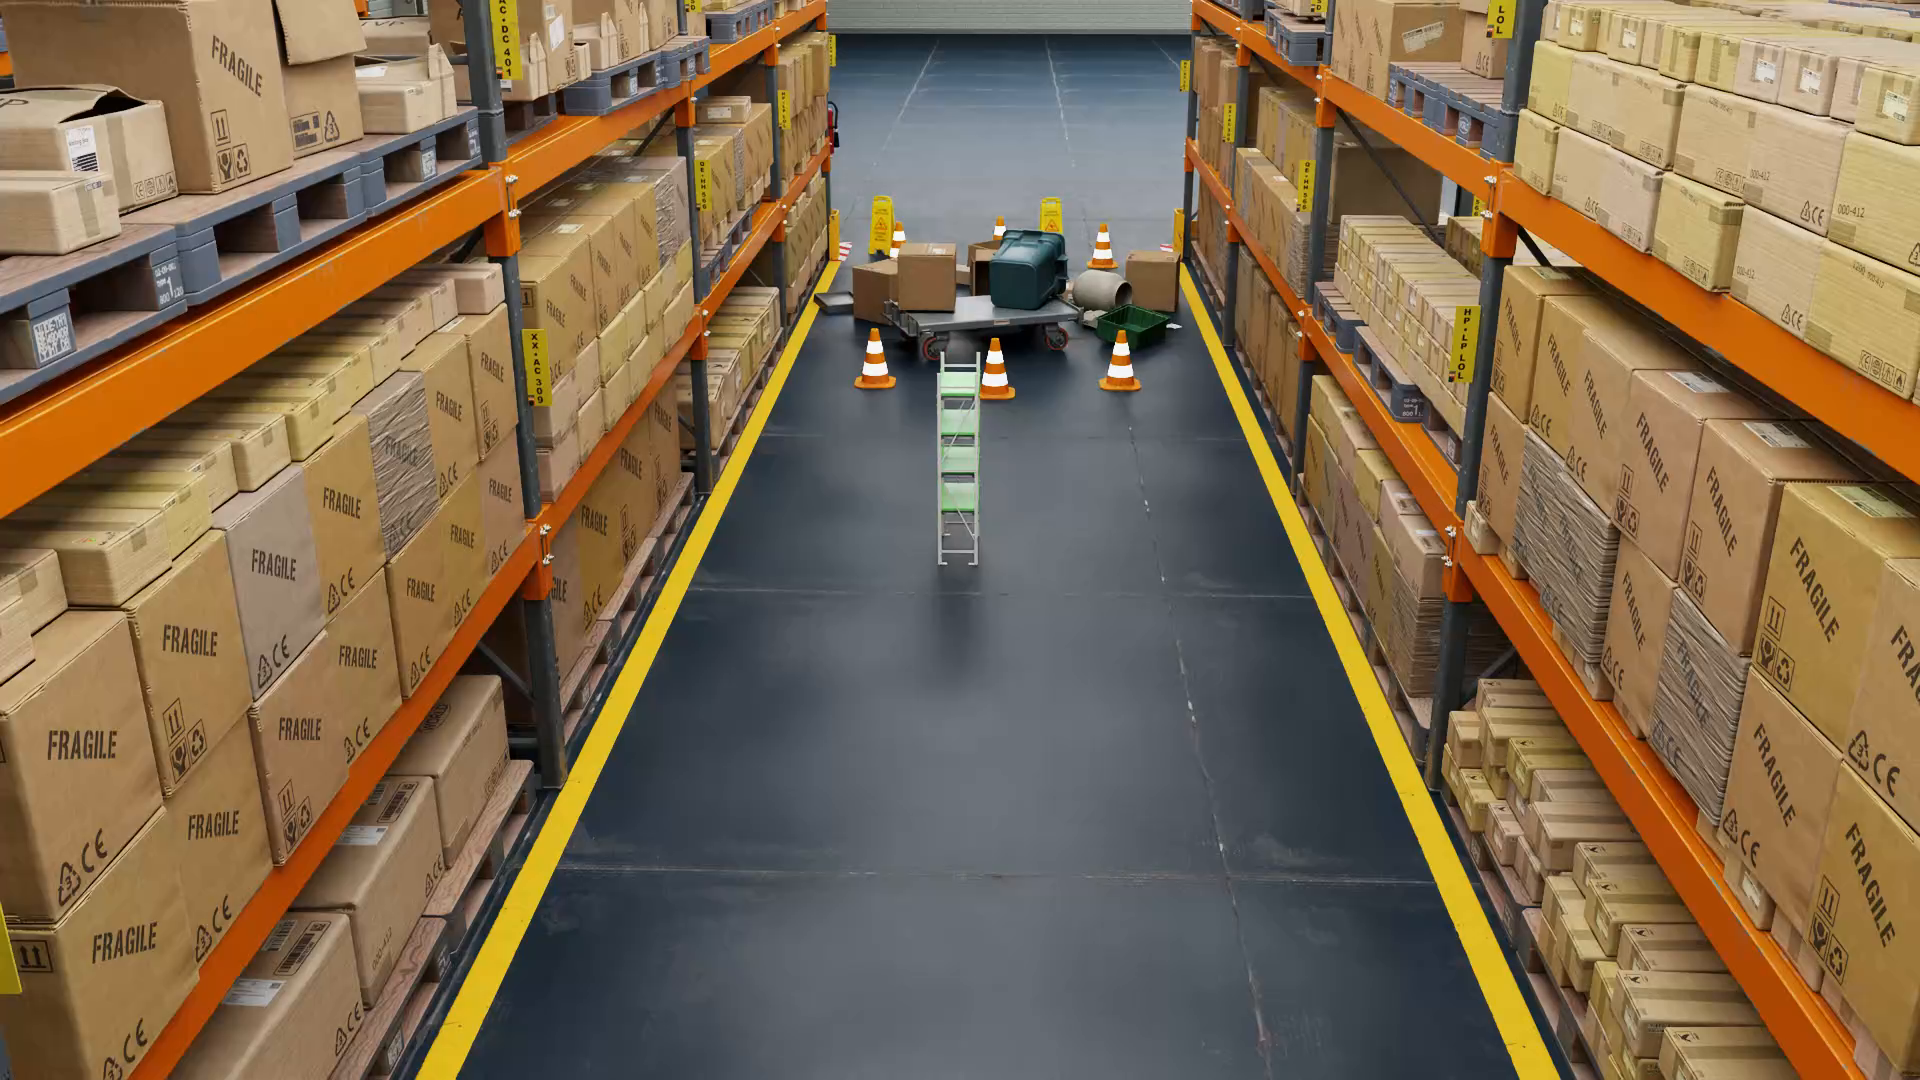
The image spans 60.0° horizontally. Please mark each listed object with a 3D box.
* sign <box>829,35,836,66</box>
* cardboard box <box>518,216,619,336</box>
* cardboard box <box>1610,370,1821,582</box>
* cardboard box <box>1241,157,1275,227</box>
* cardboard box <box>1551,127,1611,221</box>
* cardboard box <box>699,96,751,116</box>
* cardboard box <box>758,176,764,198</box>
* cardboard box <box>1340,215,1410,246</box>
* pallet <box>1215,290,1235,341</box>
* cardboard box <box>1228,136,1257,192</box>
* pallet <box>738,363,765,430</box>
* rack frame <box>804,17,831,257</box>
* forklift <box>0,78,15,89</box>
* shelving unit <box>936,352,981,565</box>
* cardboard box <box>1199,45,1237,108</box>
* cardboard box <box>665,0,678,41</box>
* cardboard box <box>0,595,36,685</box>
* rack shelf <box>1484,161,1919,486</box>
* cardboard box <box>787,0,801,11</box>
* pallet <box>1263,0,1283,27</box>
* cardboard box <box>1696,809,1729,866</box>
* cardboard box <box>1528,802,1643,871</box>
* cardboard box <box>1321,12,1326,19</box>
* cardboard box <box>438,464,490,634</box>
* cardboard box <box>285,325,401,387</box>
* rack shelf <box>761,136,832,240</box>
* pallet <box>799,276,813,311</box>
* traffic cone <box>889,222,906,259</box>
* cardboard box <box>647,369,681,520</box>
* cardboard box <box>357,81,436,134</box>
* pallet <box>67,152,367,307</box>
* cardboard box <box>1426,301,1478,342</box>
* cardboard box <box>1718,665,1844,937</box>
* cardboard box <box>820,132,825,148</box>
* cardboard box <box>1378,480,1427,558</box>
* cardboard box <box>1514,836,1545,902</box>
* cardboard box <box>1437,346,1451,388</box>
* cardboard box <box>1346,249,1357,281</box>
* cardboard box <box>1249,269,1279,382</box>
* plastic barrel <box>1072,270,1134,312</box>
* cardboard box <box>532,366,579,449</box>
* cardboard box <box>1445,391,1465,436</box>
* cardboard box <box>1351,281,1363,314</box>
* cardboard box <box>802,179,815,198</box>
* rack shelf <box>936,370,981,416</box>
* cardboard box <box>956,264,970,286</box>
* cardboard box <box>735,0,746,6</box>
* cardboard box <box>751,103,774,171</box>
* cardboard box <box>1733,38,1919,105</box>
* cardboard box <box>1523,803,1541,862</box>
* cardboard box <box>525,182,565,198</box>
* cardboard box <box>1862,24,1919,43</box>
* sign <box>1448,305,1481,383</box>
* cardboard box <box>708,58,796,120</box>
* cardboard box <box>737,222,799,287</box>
[{"bbox_3d":[-1.395,-5.294,17.989,0.100,0.325,0.005,1,21,2],"label":"sign"},{"bbox_3d":[-2.008,-1.316,8.253,0.500,0.500,0.500,0,21,0],"label":"cardboard box"},{"bbox_3d":[2.316,-0.200,4.965,0.500,0.500,0.500,0,21,0],"label":"cardboard box"},{"bbox_3d":[2.581,-2.833,13.545,0.500,0.500,0.500,1,21,2],"label":"cardboard box"},{"bbox_3d":[2.353,-1.246,5.655,0.500,0.250,0.500,0,21,1],"label":"cardboard box"},{"bbox_3d":[-1.867,-3.439,13.218,0.380,0.149,0.250,0,21,0],"label":"cardboard box"},{"bbox_3d":[-1.808,-2.875,13.558,0.380,0.149,0.250,0,21,1],"label":"cardboard box"},{"bbox_3d":[2.551,-1.899,10.221,0.380,0.149,0.250,1,21,2],"label":"cardboard box"},{"bbox_3d":[2.982,-2.130,15.727,1.003,0.211,1.213,1,21,2],"label":"pallet"},{"bbox_3d":[2.879,-3.360,14.833,0.875,0.550,0.550,1,21,2],"label":"cardboard box"},{"bbox_3d":[-2.127,-1.150,13.202,1.003,0.211,1.213,1,21,2],"label":"pallet"},{"bbox_3d":[-1.949,-4.620,18.290,1.000,3.000,0.127,1,21,2],"label":"rack frame"},{"bbox_3d":[-4.887,-1.216,9.611,1.130,2.935,3.031,0,21,0],"label":"forklift"},{"bbox_3d":[-0.005,-0.500,10.158,0.258,1.200,0.503,1,21,2],"label":"shelving unit"},{"bbox_3d":[2.875,-4.641,16.643,0.875,0.550,0.550,1,21,2],"label":"cardboard box"},{"bbox_3d":[-2.053,-3.232,9.842,0.797,0.503,0.637,-1,21,-2],"label":"cardboard box"},{"bbox_3d":[-2.148,0.224,3.387,0.380,0.149,0.250,1,21,3],"label":"cardboard box"},{"bbox_3d":[2.576,-0.603,4.785,1.077,0.370,4.000,1,21,2],"label":"rack shelf"},{"bbox_3d":[-1.689,-5.030,15.548,0.380,0.149,0.250,0,21,1],"label":"cardboard box"},{"bbox_3d":[2.902,-4.133,13.153,0.805,0.209,1.217,0,21,-1],"label":"pallet"},{"bbox_3d":[2.302,0.811,4.639,0.380,0.149,0.250,0,21,-1],"label":"cardboard box"},{"bbox_3d":[2.319,1.091,6.108,0.380,0.149,0.250,1,21,3],"label":"cardboard box"},{"bbox_3d":[2.557,-3.461,10.759,0.380,0.166,0.250,1,21,2],"label":"cardboard box"},{"bbox_3d":[-2.083,0.029,6.171,0.500,0.500,0.500,0,21,0],"label":"cardboard box"},{"bbox_3d":[-2.100,-0.615,5.550,0.380,0.149,0.250,0,21,1],"label":"cardboard box"},{"bbox_3d":[-2.010,-3.562,16.556,1.077,0.370,4.000,1,21,2],"label":"rack shelf"},{"bbox_3d":[-2.051,-2.559,16.834,1.003,0.211,1.213,1,21,2],"label":"pallet"},{"bbox_3d":[-0.673,-3.268,18.311,0.336,0.463,0.334,1,21,2],"label":"traffic cone"},{"bbox_3d":[-2.296,-0.684,10.502,0.875,0.875,0.875,0,21,1],"label":"cardboard box"},{"bbox_3d":[-2.022,-1.475,5.666,0.380,0.149,0.250,1,21,3],"label":"cardboard box"},{"bbox_3d":[-2.389,-0.903,4.685,1.003,0.211,1.213,1,21,2],"label":"pallet"},{"bbox_3d":[2.479,-1.052,8.039,0.380,0.149,0.250,1,21,1],"label":"cardboard box"},{"bbox_3d":[2.292,0.646,4.168,0.500,0.500,0.500,0,21,1],"label":"cardboard box"},{"bbox_3d":[-1.643,-4.273,17.742,0.380,0.149,0.250,0,21,1],"label":"cardboard box"},{"bbox_3d":[2.436,-0.101,8.482,0.500,0.250,0.500,2,21,4],"label":"cardboard box"},{"bbox_3d":[2.383,1.277,6.452,0.380,0.149,0.250,0,21,1],"label":"cardboard box"},{"bbox_3d":[2.469,-0.812,7.830,0.380,0.149,0.250,2,21,4],"label":"cardboard box"},{"bbox_3d":[2.537,-1.656,10.007,0.380,0.149,0.250,2,21,4],"label":"cardboard box"},{"bbox_3d":[2.918,-1.729,13.367,1.050,0.750,0.750,1,21,2],"label":"cardboard box"},{"bbox_3d":[1.381,-2.382,16.083,0.512,0.421,0.421,18,27,38],"label":"plastic barrel"},{"bbox_3d":[-2.019,-0.601,7.446,0.500,0.250,0.500,0,21,0],"label":"cardboard box"},{"bbox_3d":[2.458,-0.582,7.649,0.380,0.149,0.250,1,21,2],"label":"cardboard box"},{"bbox_3d":[2.527,-1.434,9.846,0.380,0.149,0.250,2,21,4],"label":"cardboard box"},{"bbox_3d":[-1.677,-3.574,16.881,0.380,0.149,0.250,2,21,4],"label":"cardboard box"},{"bbox_3d":[-0.005,-0.887,10.007,0.258,0.148,0.480,1,21,2],"label":"rack shelf"},{"bbox_3d":[0.030,-2.795,17.528,0.380,0.149,0.250,13,25,29],"label":"cardboard box"},{"bbox_3d":[-1.964,-4.303,12.951,0.500,0.250,0.500,1,21,2],"label":"cardboard box"},{"bbox_3d":[-1.855,-3.386,13.978,0.500,0.500,0.500,0,21,1],"label":"cardboard box"},{"bbox_3d":[2.301,-1.244,4.407,0.380,0.149,0.250,0,21,0],"label":"cardboard box"},{"bbox_3d":[2.406,1.137,6.401,0.380,0.149,0.250,0,21,-1],"label":"cardboard box"},{"bbox_3d":[-2.488,-1.699,9.239,0.500,0.500,0.500,1,21,3],"label":"cardboard box"},{"bbox_3d":[2.887,-1.427,4.878,0.380,0.149,0.250,0,21,1],"label":"cardboard box"},{"bbox_3d":[2.082,-0.808,6.864,0.100,0.325,0.005,1,21,2],"label":"sign"},{"bbox_3d":[-1.840,-3.982,14.714,0.700,0.500,0.500,0,21,1],"label":"cardboard box"},{"bbox_3d":[-1.783,-2.648,15.390,0.500,0.500,0.500,2,21,4],"label":"cardboard box"}]
